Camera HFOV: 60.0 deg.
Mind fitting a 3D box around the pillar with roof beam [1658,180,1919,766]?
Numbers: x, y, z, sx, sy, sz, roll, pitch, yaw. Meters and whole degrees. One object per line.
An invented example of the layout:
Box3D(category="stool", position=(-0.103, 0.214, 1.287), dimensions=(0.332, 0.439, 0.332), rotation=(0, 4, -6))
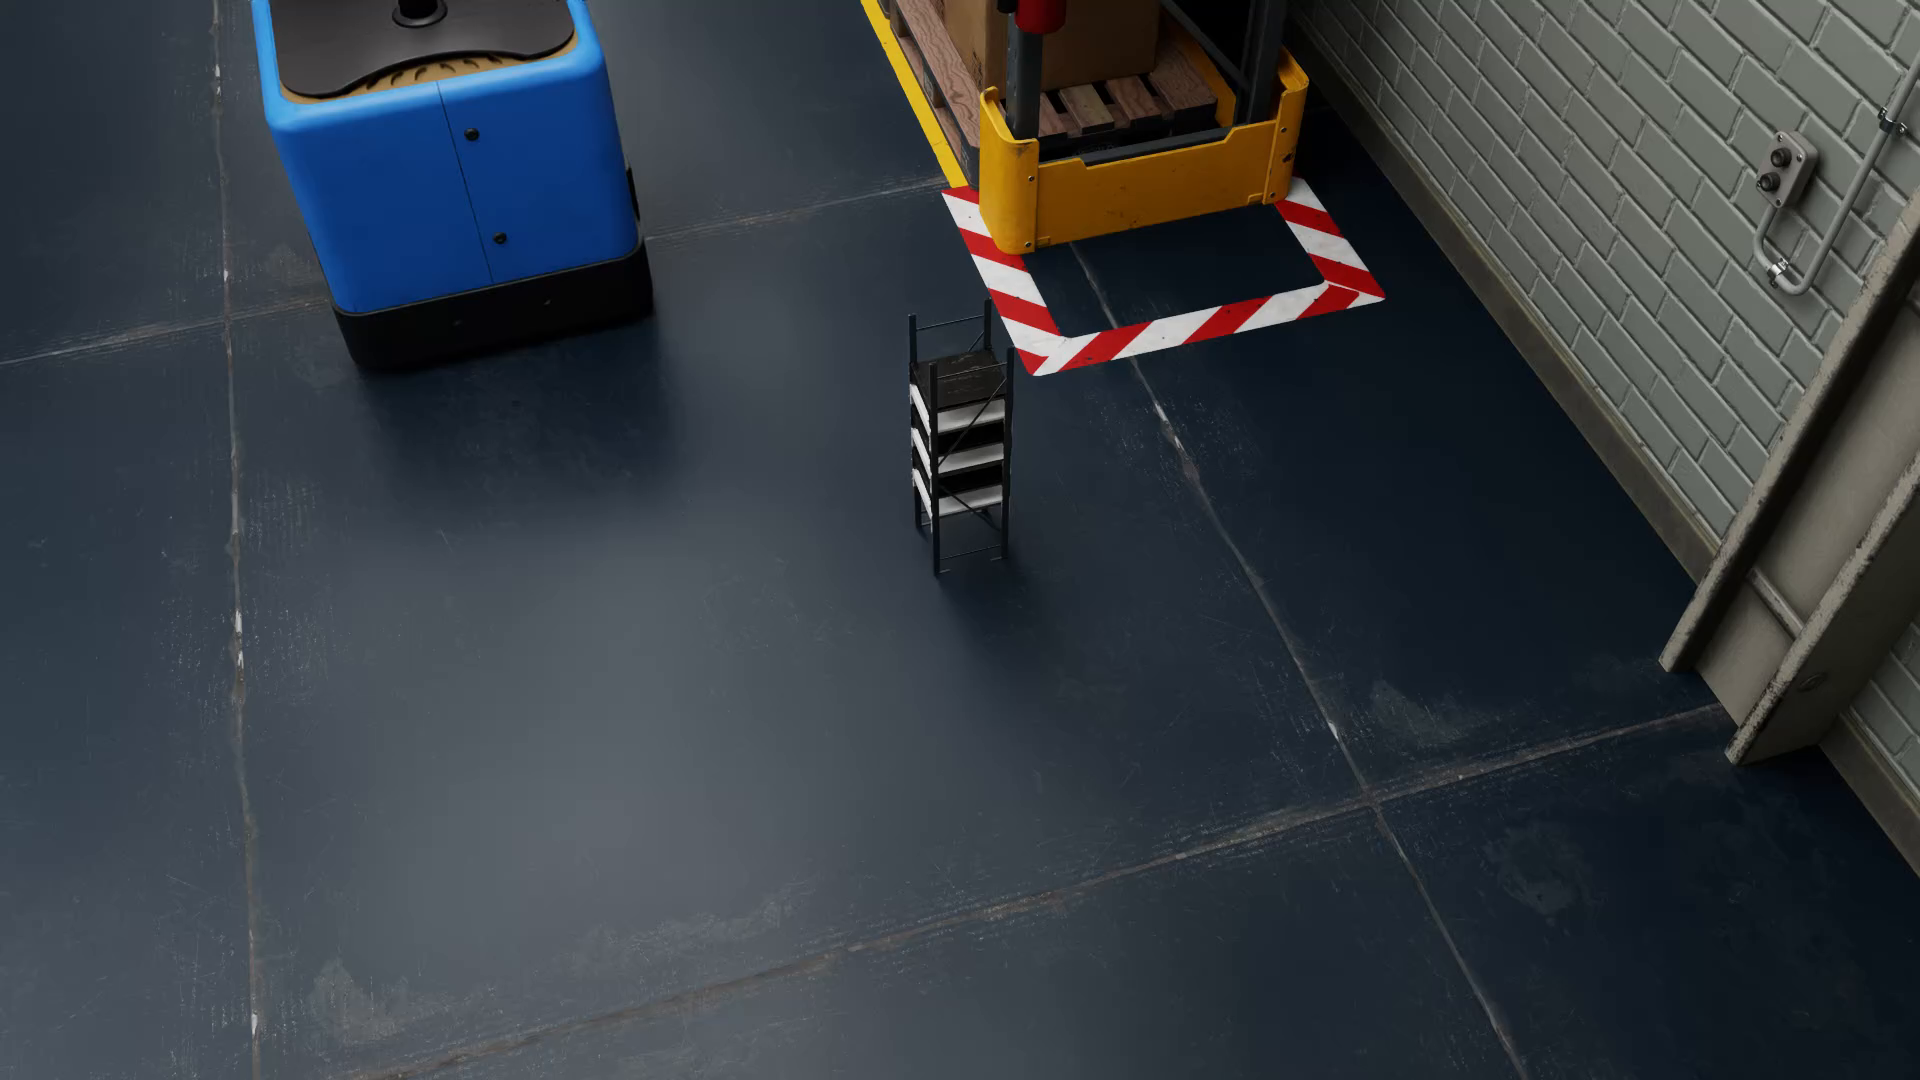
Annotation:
Box3D(category="pillar with roof beam", position=(-1.830, -1.465, 0.599), dimensions=(9.100, 9.000, 0.400), rotation=(-13, 51, -11))

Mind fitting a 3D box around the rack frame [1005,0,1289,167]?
Box3D(category="rack frame", position=(0.658, -2.281, 5.211), dimensions=(1.000, 3.000, 0.127), rotation=(-13, 51, -11))

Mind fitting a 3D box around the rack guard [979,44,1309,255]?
Box3D(category="rack guard", position=(0.665, -1.457, 6.152), dimensions=(1.175, 0.500, 0.348), rotation=(-13, 51, -11))

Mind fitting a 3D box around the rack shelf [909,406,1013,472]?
Box3D(category="rack shelf", position=(0.002, -0.321, 4.858), dimensions=(0.258, 0.077, 0.200), rotation=(-13, 51, -11))

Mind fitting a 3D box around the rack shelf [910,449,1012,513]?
Box3D(category="rack shelf", position=(0.002, -0.205, 4.995), dimensions=(0.258, 0.077, 0.200), rotation=(-13, 51, -11))

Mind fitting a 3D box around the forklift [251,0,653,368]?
Box3D(category="forklift", position=(-2.050, -2.683, 5.595), dimensions=(1.130, 2.935, 3.031), rotation=(-15, 51, -12))

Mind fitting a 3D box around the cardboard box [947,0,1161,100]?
Box3D(category="cardboard box", position=(0.355, -2.099, 6.418), dimensions=(0.700, 0.500, 0.500), rotation=(-13, 51, -11))

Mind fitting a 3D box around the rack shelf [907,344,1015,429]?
Box3D(category="rack shelf", position=(0.002, -0.437, 4.720), dimensions=(0.258, 0.077, 0.200), rotation=(-13, 51, -11))

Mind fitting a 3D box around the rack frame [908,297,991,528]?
Box3D(category="rack frame", position=(-0.028, -0.358, 4.964), dimensions=(0.240, 0.900, 0.006), rotation=(-13, 51, -11))

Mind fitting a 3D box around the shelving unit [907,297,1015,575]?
Box3D(category="shelving unit", position=(0.002, -0.284, 4.901), dimensions=(0.258, 0.900, 0.210), rotation=(-13, 51, -11))

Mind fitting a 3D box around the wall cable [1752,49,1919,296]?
Box3D(category="wall cable", position=(1.940, -1.887, 4.214), dimensions=(0.084, 1.984, 1.851), rotation=(-13, 51, -11))

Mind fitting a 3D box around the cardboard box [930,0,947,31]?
Box3D(category="cardboard box", position=(0.207, -2.464, 6.726), dimensions=(0.700, 0.500, 0.500), rotation=(-13, 51, -11))

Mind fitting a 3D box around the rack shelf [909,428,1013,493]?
Box3D(category="rack shelf", position=(0.002, -0.263, 4.926), dimensions=(0.258, 0.077, 0.200), rotation=(-13, 51, -11))

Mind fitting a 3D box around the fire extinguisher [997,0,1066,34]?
Box3D(category="fire extinguisher", position=(0.261, -1.921, 5.202), dimensions=(0.296, 0.674, 0.183), rotation=(-13, 51, -11))

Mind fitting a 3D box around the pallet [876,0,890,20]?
Box3D(category="pallet", position=(-0.011, -2.838, 7.504), dimensions=(1.003, 0.211, 1.213), rotation=(-13, 51, -11))

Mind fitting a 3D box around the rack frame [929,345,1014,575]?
Box3D(category="rack frame", position=(0.032, -0.210, 4.838), dimensions=(0.240, 0.900, 0.006), rotation=(-13, 51, -11))

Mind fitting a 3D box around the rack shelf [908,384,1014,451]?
Box3D(category="rack shelf", position=(0.002, -0.379, 4.789), dimensions=(0.258, 0.077, 0.200), rotation=(-13, 51, -11))

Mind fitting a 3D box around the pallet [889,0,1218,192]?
Box3D(category="pallet", position=(0.346, -1.948, 6.754), dimensions=(1.003, 0.211, 1.213), rotation=(-13, 51, -11))

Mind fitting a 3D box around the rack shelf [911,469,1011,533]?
Box3D(category="rack shelf", position=(0.002, -0.147, 5.064), dimensions=(0.258, 0.077, 0.200), rotation=(-13, 51, -11))
